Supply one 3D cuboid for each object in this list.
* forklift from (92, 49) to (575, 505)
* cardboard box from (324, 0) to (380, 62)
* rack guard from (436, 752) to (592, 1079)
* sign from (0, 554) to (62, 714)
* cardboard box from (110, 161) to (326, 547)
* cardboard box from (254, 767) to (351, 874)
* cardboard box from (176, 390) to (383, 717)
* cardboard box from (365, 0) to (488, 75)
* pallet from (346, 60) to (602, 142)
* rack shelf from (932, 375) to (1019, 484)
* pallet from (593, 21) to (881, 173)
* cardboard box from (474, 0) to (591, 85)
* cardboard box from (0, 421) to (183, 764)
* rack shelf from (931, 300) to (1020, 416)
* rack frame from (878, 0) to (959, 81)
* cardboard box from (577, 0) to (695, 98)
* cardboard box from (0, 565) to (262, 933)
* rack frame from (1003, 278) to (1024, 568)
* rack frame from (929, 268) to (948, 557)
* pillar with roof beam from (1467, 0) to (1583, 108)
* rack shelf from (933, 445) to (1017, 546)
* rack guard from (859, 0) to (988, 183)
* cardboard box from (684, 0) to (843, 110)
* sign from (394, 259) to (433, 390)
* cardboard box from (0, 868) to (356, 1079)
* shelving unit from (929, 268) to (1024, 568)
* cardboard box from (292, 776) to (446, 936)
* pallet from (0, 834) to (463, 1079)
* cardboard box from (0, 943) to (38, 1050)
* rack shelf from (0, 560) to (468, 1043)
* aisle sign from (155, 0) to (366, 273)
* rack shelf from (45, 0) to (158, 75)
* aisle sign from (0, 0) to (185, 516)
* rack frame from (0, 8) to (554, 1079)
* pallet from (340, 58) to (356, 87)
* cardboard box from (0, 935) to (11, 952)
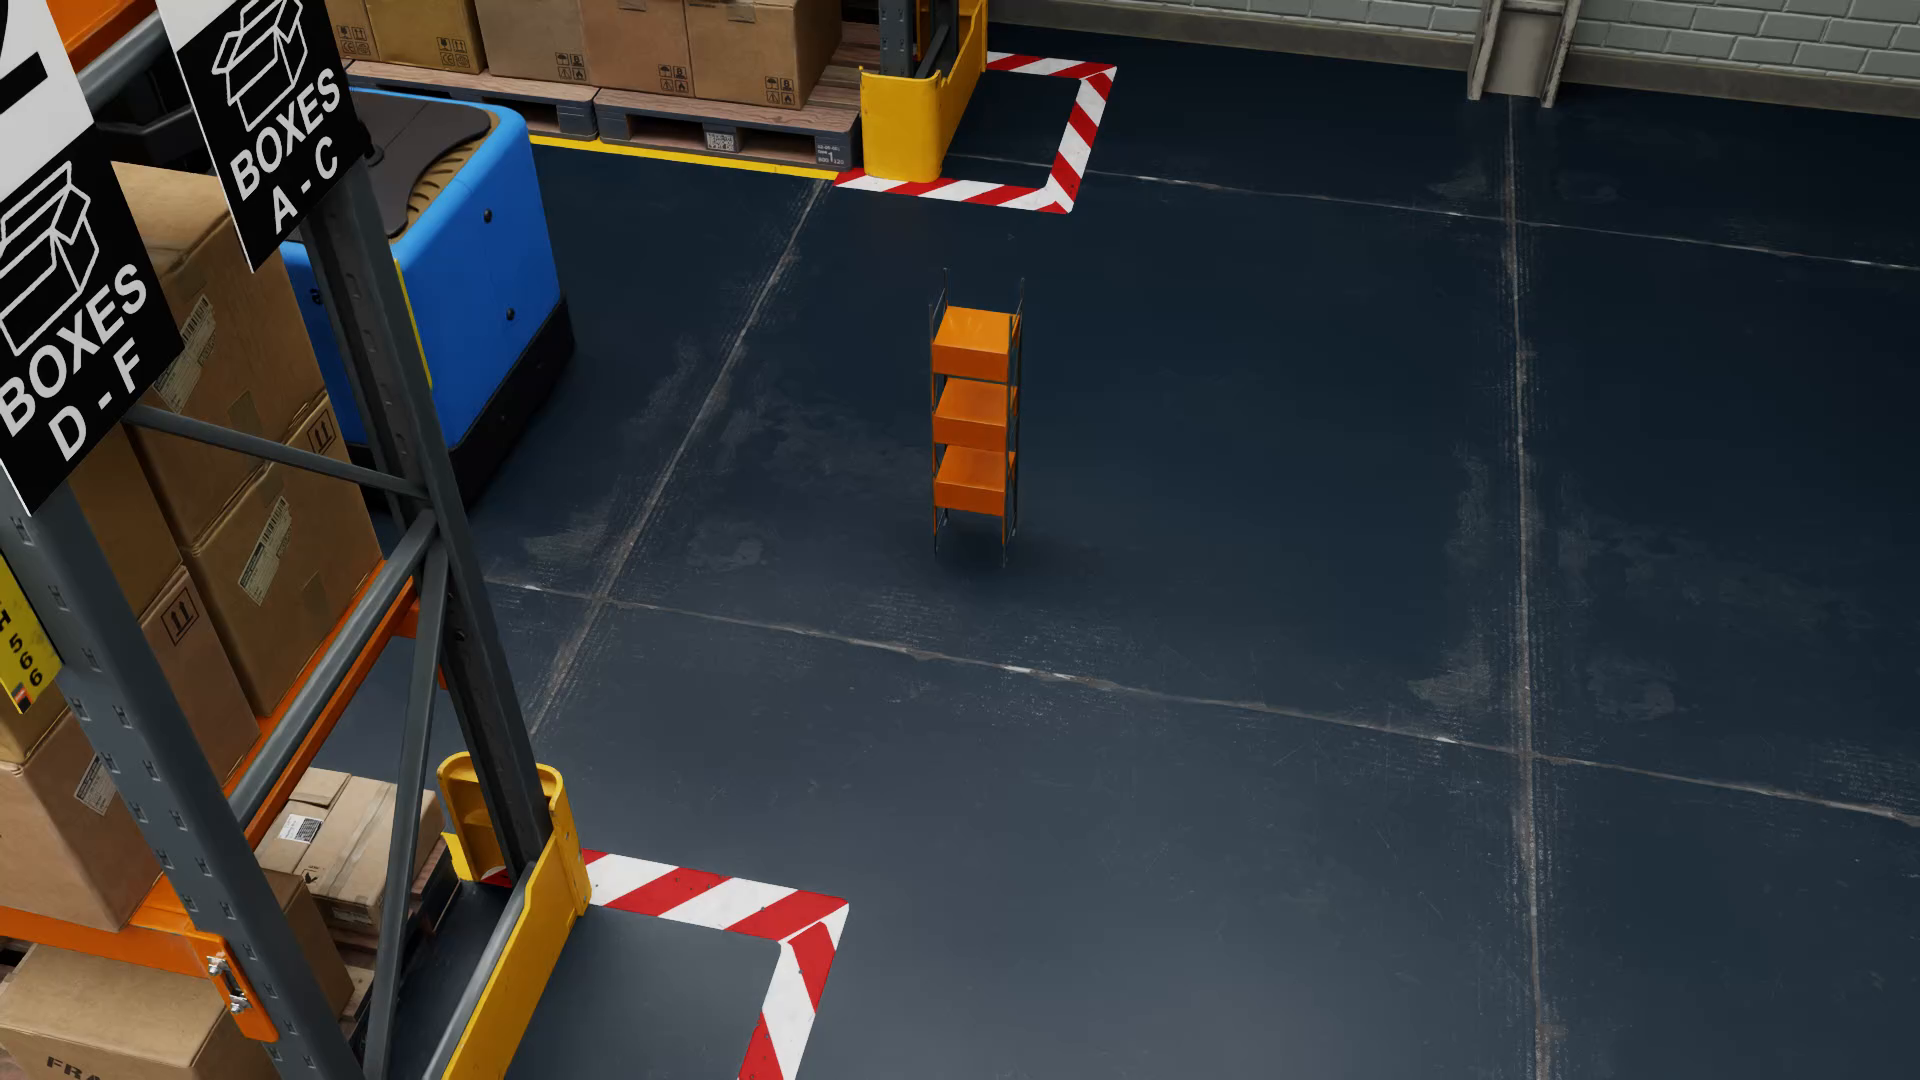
[{"bbox_3d":[-3.061,-1.696,5.399,3.031,2.935,1.130,10,45,10],"label":"forklift"},{"bbox_3d":[-2.880,-2.679,7.870,0.500,0.500,0.700,8,45,9],"label":"cardboard box"},{"bbox_3d":[-1.325,1.158,4.186,0.348,0.500,1.175,9,45,9],"label":"rack guard"},{"bbox_3d":[-1.392,0.111,2.409,0.005,0.325,0.100,9,45,9],"label":"sign"},{"bbox_3d":[-1.627,-0.373,3.181,0.500,0.500,0.500,10,45,10],"label":"cardboard box"},{"bbox_3d":[-1.829,0.798,4.484,0.250,0.166,0.380,9,45,9],"label":"cardboard box"},{"bbox_3d":[-1.627,-0.013,3.528,0.500,0.500,0.500,10,45,10],"label":"cardboard box"},{"bbox_3d":[-2.379,-2.600,7.788,0.500,0.500,0.700,10,45,10],"label":"cardboard box"},{"bbox_3d":[-2.157,-2.334,8.022,1.213,0.211,1.003,9,45,9],"label":"pallet"},{"bbox_3d":[0.052,-0.363,5.385,0.240,0.259,0.215,9,45,9],"label":"rack shelf"},{"bbox_3d":[-0.971,-2.147,7.829,1.213,0.211,1.003,9,45,9],"label":"pallet"},{"bbox_3d":[-1.857,-2.524,7.709,0.500,0.500,0.700,7,44,8],"label":"cardboard box"},{"bbox_3d":[-1.746,-0.008,2.803,0.500,0.500,0.500,8,45,9],"label":"cardboard box"},{"bbox_3d":[0.052,-0.567,5.188,0.240,0.259,0.215,9,45,9],"label":"rack shelf"},{"bbox_3d":[-0.173,-3.084,6.791,0.127,3.000,1.000,9,45,9],"label":"rack frame"},{"bbox_3d":[-1.366,-2.449,7.631,0.500,0.500,0.700,9,45,9],"label":"cardboard box"},{"bbox_3d":[-1.748,0.349,3.152,0.500,0.500,0.500,10,45,10],"label":"cardboard box"},{"bbox_3d":[0.171,-0.352,5.358,0.008,1.050,0.200,9,45,9],"label":"rack frame"},{"bbox_3d":[-0.067,-0.389,5.397,0.008,1.050,0.200,9,45,9],"label":"rack frame"},{"bbox_3d":[1.710,-2.508,1.867,0.400,9.000,9.100,9,45,9],"label":"pillar with roof beam"},{"bbox_3d":[0.052,-0.162,5.578,0.240,0.259,0.215,9,45,9],"label":"rack shelf"},{"bbox_3d":[-0.150,-2.180,7.654,0.348,0.500,1.175,9,45,9],"label":"rack guard"},{"bbox_3d":[-0.878,-2.373,7.552,0.500,0.500,0.700,9,45,9],"label":"cardboard box"},{"bbox_3d":[-1.133,-0.410,3.389,0.005,0.325,0.100,9,45,9],"label":"sign"},{"bbox_3d":[-1.836,1.096,3.934,0.500,0.500,0.500,9,45,9],"label":"cardboard box"},{"bbox_3d":[0.052,-0.370,5.377,0.252,1.050,0.215,9,45,9],"label":"shelving unit"},{"bbox_3d":[-1.585,0.842,4.451,0.250,0.149,0.380,9,45,9],"label":"cardboard box"},{"bbox_3d":[-2.104,1.142,4.411,1.213,0.211,1.003,9,45,9],"label":"pallet"},{"bbox_3d":[-2.211,1.094,4.177,0.250,0.166,0.380,9,45,9],"label":"cardboard box"},{"bbox_3d":[-3.203,0.225,3.872,4.000,0.370,1.077,9,45,9],"label":"rack shelf"},{"bbox_3d":[-1.121,-0.856,2.602,0.004,0.787,0.394,9,45,9],"label":"aisle sign"},{"bbox_3d":[-3.203,-0.855,2.831,4.000,0.370,1.077,9,45,9],"label":"rack shelf"},{"bbox_3d":[-1.252,-0.450,2.180,0.004,0.787,0.394,9,45,9],"label":"aisle sign"},{"bbox_3d":[-1.251,0.269,3.307,0.127,3.000,1.000,9,45,9],"label":"rack frame"},{"bbox_3d":[-3.352,-2.517,8.213,1.213,0.211,1.003,9,45,9],"label":"pallet"},{"bbox_3d":[-2.756,1.021,4.191,0.500,0.250,0.500,9,45,9],"label":"cardboard box"}]
